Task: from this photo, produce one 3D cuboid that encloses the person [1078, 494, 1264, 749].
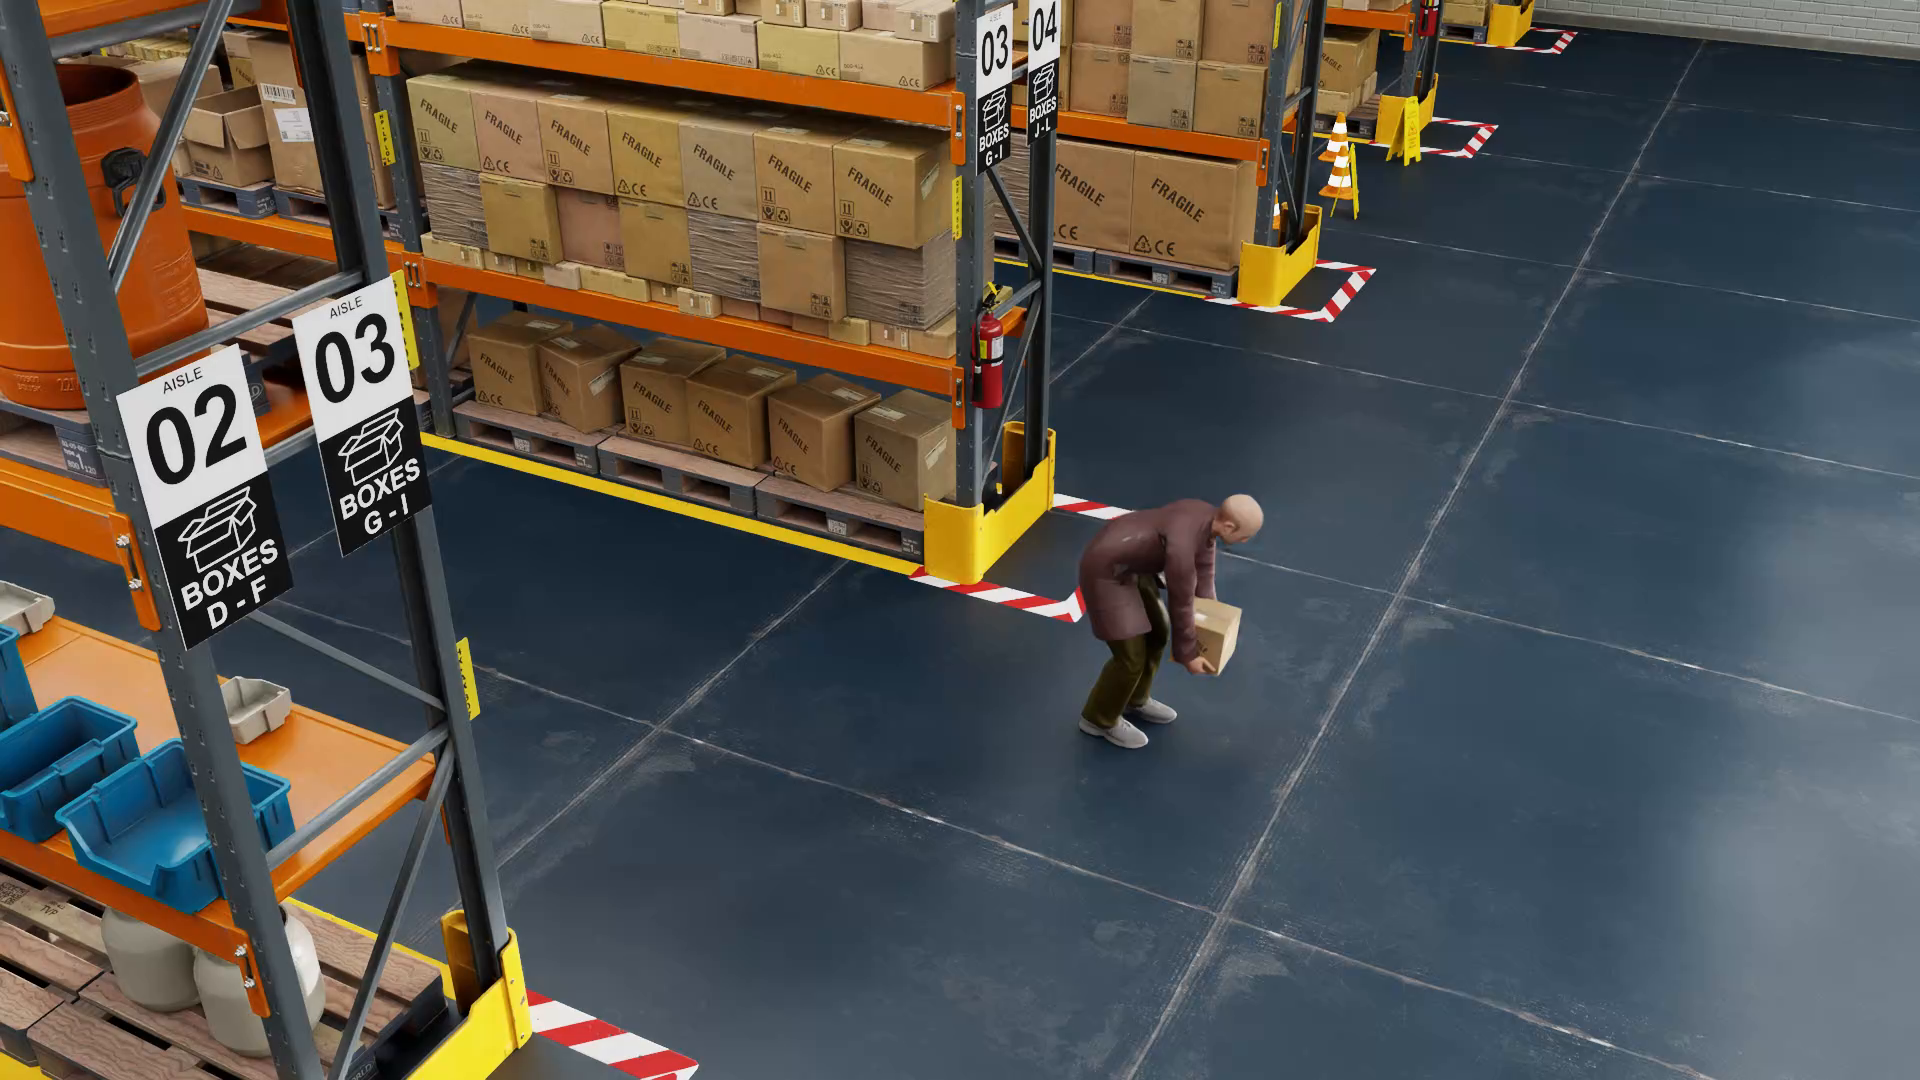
[{"bbox_3d":[0.989,0.362,8.047,0.858,1.415,0.552,13,32,22],"label":"person"}]
